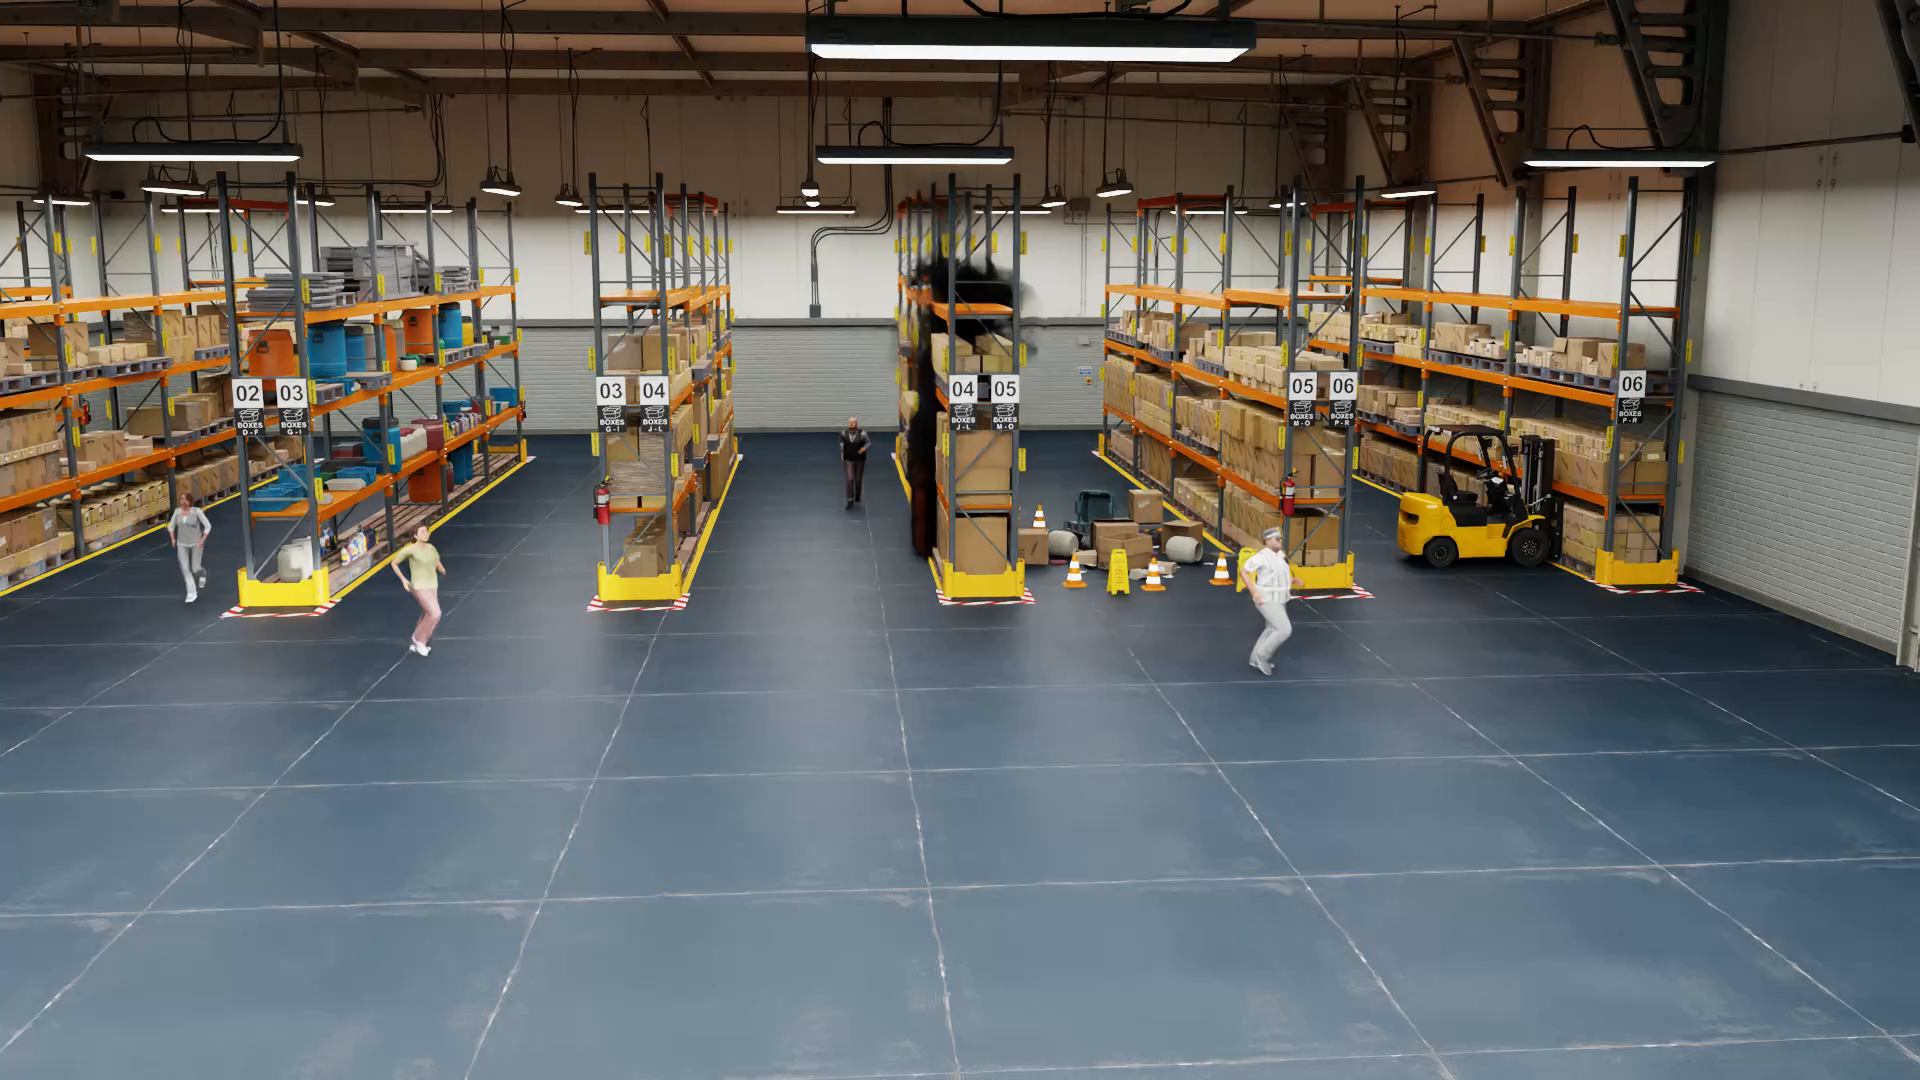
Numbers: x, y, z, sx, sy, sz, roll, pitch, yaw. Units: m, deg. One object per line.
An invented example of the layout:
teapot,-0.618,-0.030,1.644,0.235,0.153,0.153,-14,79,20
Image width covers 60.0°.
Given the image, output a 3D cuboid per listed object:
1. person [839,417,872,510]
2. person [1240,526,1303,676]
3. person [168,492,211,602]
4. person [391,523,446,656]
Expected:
person,-2.027,-1.511,32.272,0.656,1.758,0.837,0,10,-1
person,3.722,0.716,19.590,0.662,1.773,0.646,8,12,36
person,-11.043,0.070,23.869,0.579,1.564,0.631,-2,10,-11
person,-6.578,0.608,20.452,0.632,1.630,0.561,5,11,26
